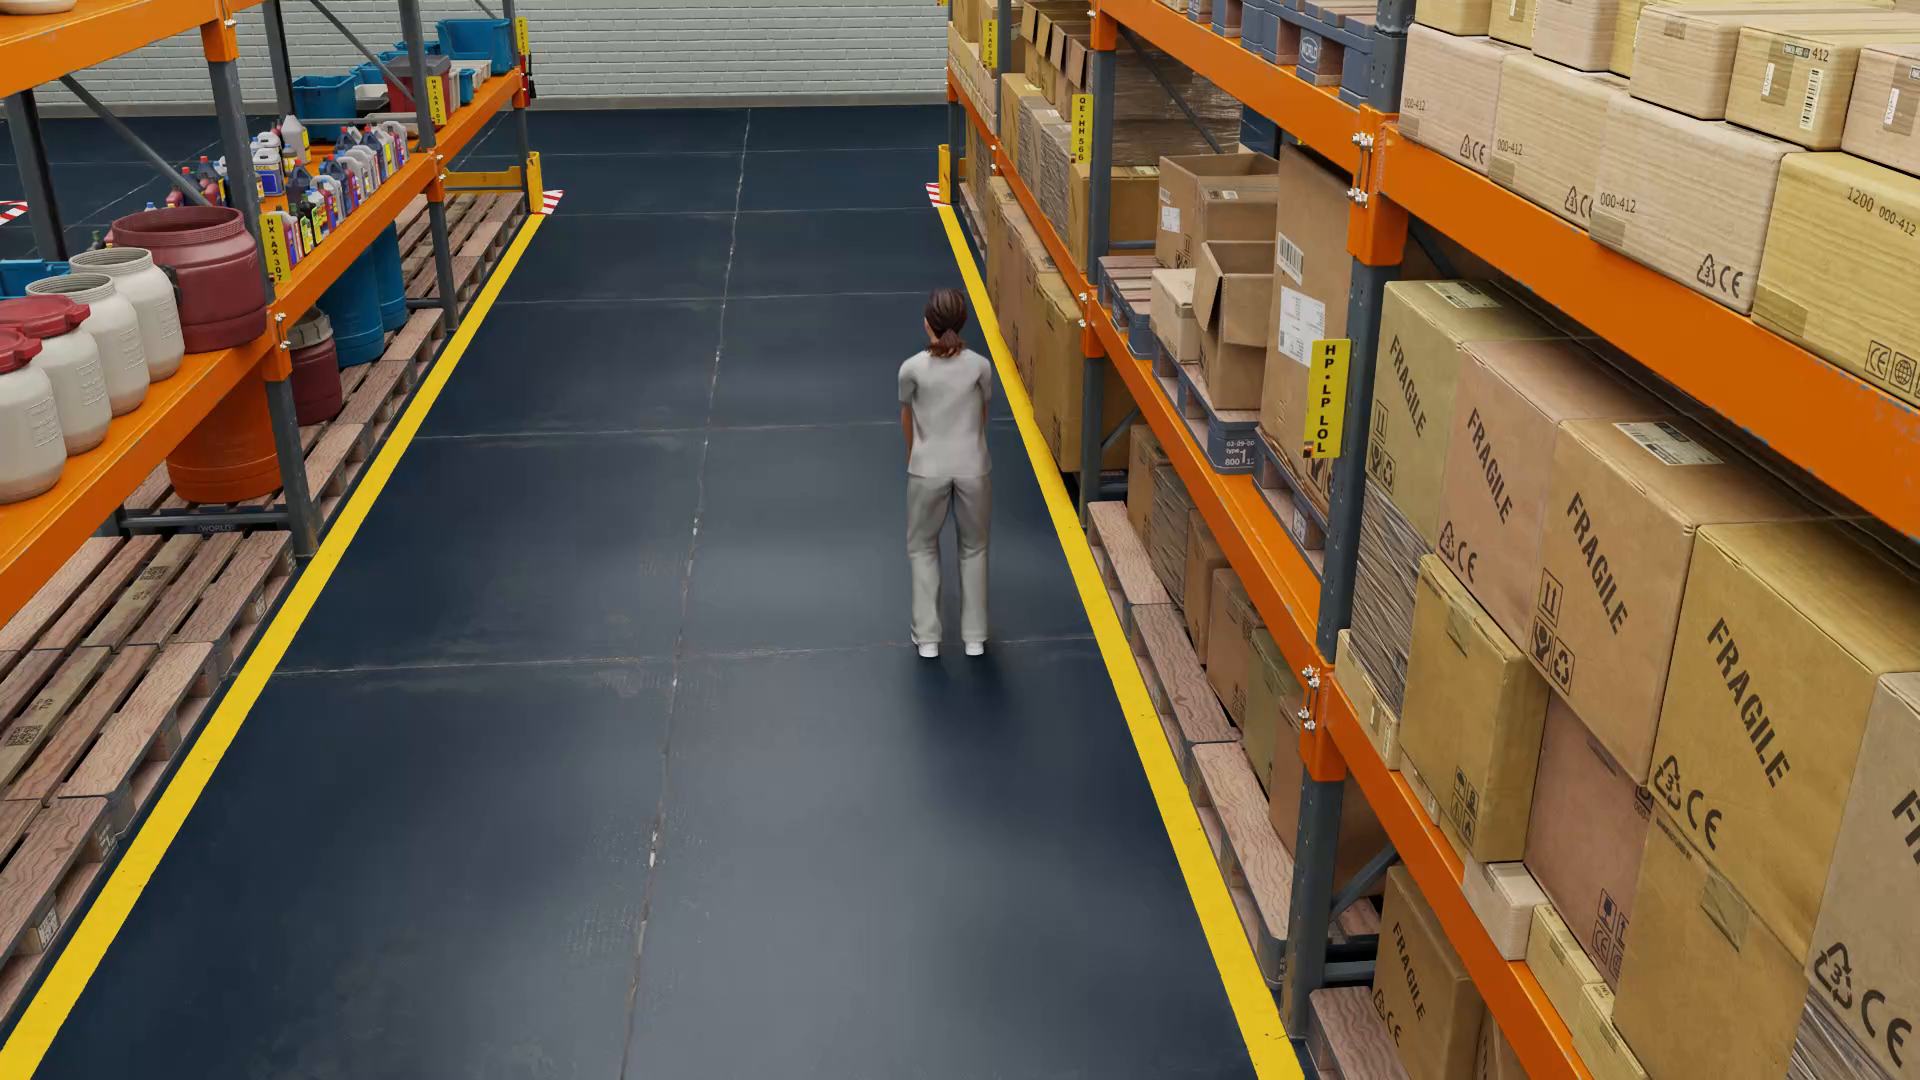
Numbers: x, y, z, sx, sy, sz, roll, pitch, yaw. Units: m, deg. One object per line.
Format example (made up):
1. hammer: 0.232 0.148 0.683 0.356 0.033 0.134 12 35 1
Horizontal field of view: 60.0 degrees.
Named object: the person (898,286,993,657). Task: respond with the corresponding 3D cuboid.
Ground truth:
1. person: -0.067 -0.313 7.328 0.410 1.667 0.508 -3 24 -6
